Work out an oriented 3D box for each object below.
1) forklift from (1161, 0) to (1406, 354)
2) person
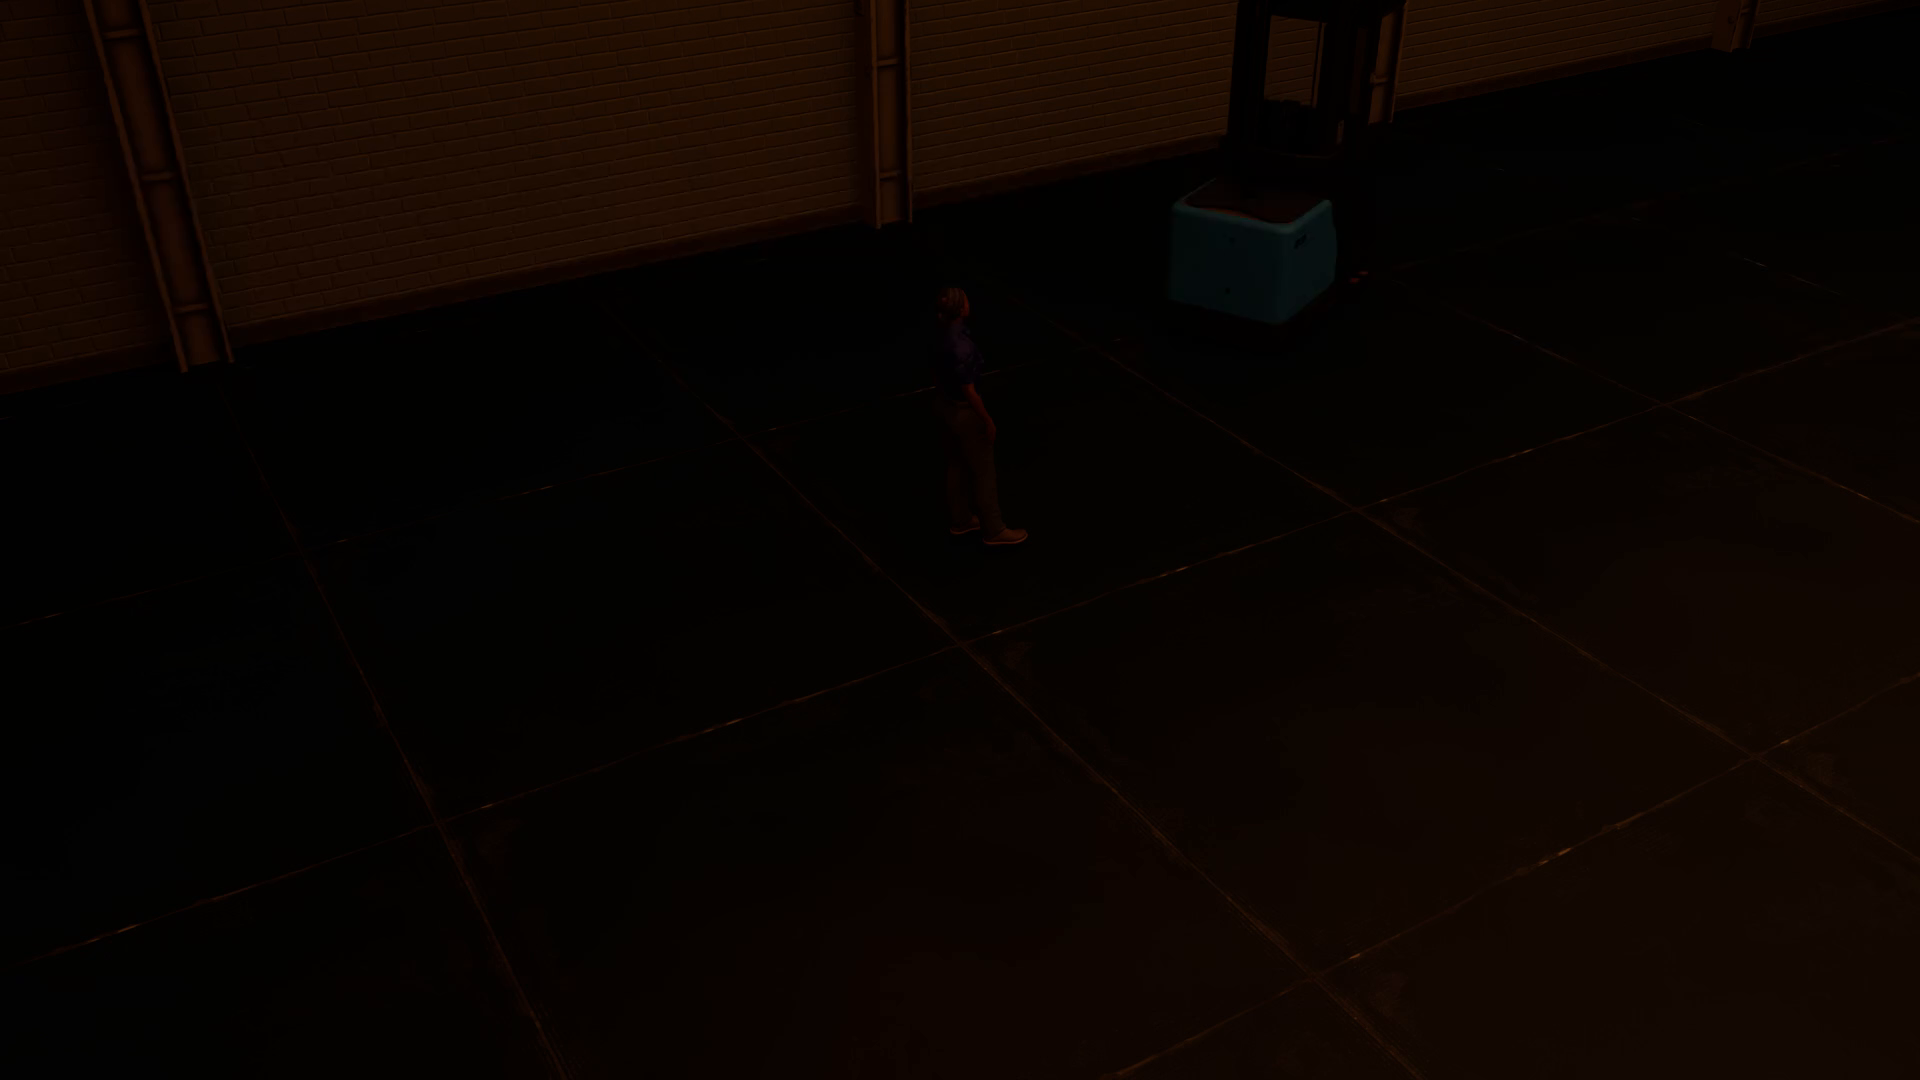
[{"bbox_3d":[2.824,-3.400,13.325,1.130,2.935,3.031,19,36,28],"label":"forklift"},{"bbox_3d":[0.085,-0.764,10.075,0.504,1.654,0.569,-17,35,-26],"label":"person"}]
